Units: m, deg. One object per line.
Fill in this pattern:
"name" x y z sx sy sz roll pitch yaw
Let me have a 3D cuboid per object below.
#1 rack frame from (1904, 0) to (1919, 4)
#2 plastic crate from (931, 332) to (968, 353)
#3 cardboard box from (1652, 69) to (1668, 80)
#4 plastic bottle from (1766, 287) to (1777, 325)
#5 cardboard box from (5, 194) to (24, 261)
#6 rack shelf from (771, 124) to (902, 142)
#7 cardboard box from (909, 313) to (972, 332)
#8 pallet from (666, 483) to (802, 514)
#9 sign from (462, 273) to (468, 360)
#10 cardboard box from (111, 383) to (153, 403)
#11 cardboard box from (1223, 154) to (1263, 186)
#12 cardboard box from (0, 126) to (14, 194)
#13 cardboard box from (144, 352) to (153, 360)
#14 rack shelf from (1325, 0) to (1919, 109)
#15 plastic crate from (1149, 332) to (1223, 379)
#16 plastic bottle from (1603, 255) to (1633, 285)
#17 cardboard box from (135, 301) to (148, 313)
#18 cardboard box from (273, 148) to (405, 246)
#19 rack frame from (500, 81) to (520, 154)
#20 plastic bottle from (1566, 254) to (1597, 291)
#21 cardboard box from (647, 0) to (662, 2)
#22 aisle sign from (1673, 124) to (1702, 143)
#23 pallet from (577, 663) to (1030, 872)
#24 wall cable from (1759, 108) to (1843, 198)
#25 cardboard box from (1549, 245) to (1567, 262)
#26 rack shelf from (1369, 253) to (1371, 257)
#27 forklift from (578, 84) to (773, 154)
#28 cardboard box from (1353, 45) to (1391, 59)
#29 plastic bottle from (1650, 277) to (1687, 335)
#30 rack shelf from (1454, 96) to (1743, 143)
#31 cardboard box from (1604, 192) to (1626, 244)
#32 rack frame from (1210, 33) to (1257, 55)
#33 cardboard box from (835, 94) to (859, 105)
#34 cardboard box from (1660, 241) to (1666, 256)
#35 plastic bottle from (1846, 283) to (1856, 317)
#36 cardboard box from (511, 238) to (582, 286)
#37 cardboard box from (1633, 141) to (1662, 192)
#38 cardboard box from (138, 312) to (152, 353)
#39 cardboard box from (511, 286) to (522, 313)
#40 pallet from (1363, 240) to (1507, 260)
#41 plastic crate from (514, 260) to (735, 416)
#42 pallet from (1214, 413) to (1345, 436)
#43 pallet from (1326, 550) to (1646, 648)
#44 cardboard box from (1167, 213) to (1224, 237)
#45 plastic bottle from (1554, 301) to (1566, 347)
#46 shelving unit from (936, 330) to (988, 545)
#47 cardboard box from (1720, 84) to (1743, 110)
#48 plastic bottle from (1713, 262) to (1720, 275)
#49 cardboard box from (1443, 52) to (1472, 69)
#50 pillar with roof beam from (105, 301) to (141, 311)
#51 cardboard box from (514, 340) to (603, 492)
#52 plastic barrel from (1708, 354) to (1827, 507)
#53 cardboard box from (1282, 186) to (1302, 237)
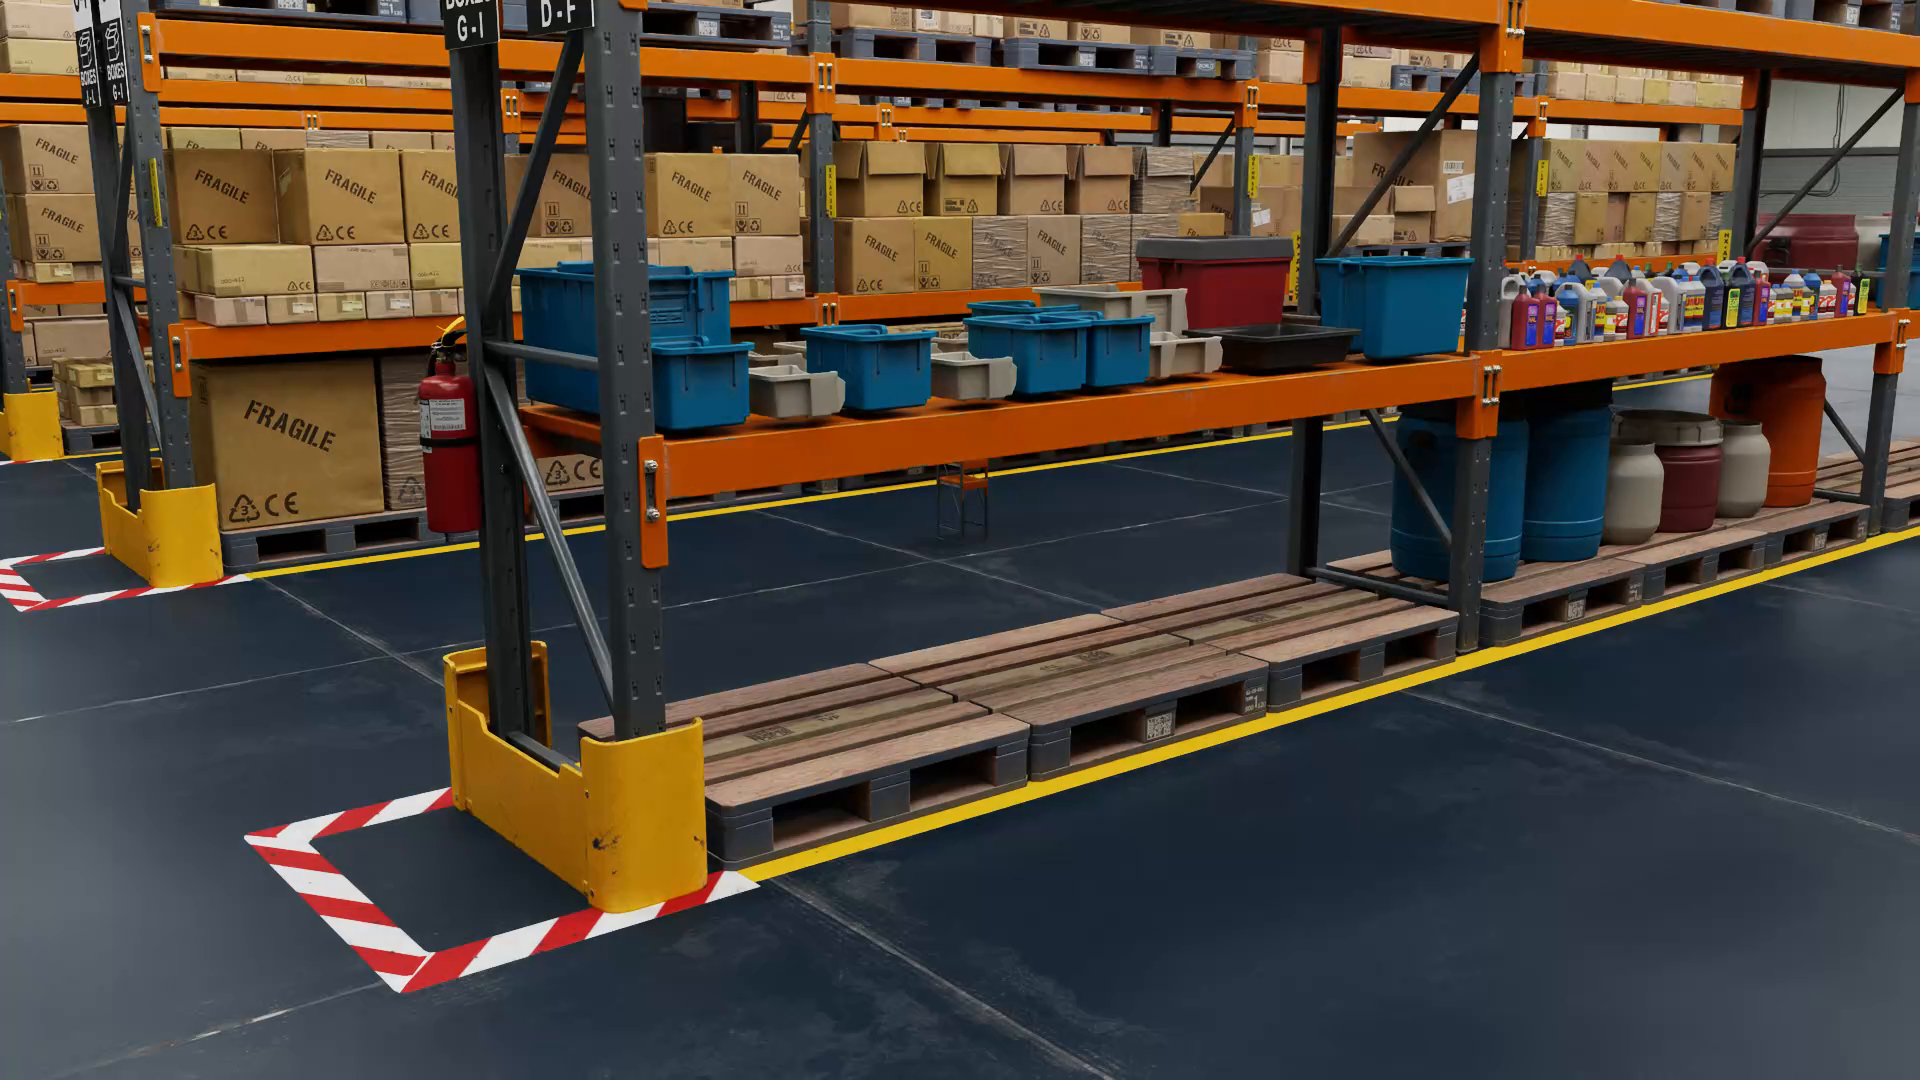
"rack frame" 5.045 -4.505 9.181 0.127 3.000 1.000 -9 15 -38
"plastic crate" -0.021 -0.685 6.123 0.250 0.136 0.298 -9 15 -38
"cardboard box" 6.913 -4.719 16.809 0.250 0.149 0.380 -10 16 -41
"plastic bottle" 4.182 -1.221 8.637 0.097 0.201 0.097 0 12 0
"cardboard box" -7.125 -2.448 12.979 0.500 0.500 0.500 -9 15 -37
"rack shelf" -2.678 -5.356 22.142 4.000 0.370 1.077 -9 15 -38
"cardboard box" 0.012 -1.223 12.273 0.875 0.875 1.225 -10 16 -40
"pallet" -1.815 -0.405 11.027 1.213 0.211 1.003 -9 15 -38
"sign" -1.558 -0.699 5.308 0.005 0.325 0.100 -9 15 -38
"cardboard box" -6.497 -1.163 13.019 0.250 0.149 0.380 -10 15 -38
"cardboard box" 3.229 -4.492 20.603 0.550 0.550 0.875 -9 15 -38
"cardboard box" -7.113 -2.937 12.873 0.500 0.500 0.500 -10 15 -39
"cardboard box" -6.705 -1.443 13.621 0.250 0.149 0.380 -10 15 -39
"rack shelf" 3.484 -2.426 8.345 4.000 0.370 1.077 -9 15 -38
"plastic crate" 0.750 -0.677 6.087 0.466 0.136 0.293 -9 15 -38
"plastic bottle" 3.495 -1.336 8.815 0.185 0.351 0.144 -9 15 -38
"cardboard box" -11.130 -3.110 22.514 0.500 0.311 0.500 -9 15 -36
"cardboard box" -3.362 -1.858 8.998 0.500 0.500 0.500 -10 16 -39
"rack frame" -4.192 -2.672 14.993 0.127 3.000 1.000 -9 15 -38
"plastic bottle" 3.295 -1.343 8.849 0.185 0.351 0.144 -9 15 -38
"cardboard box" -2.169 -3.445 9.917 0.500 0.500 0.700 -8 15 -35
"aisle sign" 8.059 -4.740 18.473 0.004 0.787 0.394 -9 15 -38
"pallet" -0.533 0.731 5.679 1.213 0.211 1.003 -9 15 -38
"wall cable" 24.349 -11.356 48.919 0.112 2.526 3.097 -9 15 -38
"cardboard box" 5.634 -2.780 16.102 0.250 0.149 0.380 -9 15 -38
"rack shelf" 3.617 -3.618 21.179 4.000 0.370 1.077 -9 15 -38
"forklift" -2.210 -2.368 13.723 1.130 2.935 3.031 10 16 40
"cardboard box" 3.265 -4.286 13.924 0.500 0.500 0.500 -10 16 -39
"plastic bottle" 3.425 -1.139 8.072 0.135 0.276 0.152 -9 15 -38
"rack shelf" 6.636 -4.268 17.017 4.000 0.370 1.077 -9 15 -38
"cardboard box" 6.204 -3.276 16.879 0.500 0.500 0.875 -9 15 -38
"rack frame" 1.951 -5.309 12.964 0.127 3.000 1.000 -9 15 -38
"cardboard box" -1.356 -4.592 16.572 0.500 0.500 0.500 -9 15 -38
"cardboard box" 7.139 -3.054 17.393 0.250 0.149 0.380 -9 15 -38
"plastic bottle" 4.894 -1.340 9.195 0.097 0.201 0.097 0 12 0
"cardboard box" -2.552 -1.628 9.720 0.500 0.250 0.500 -10 15 -39
"cardboard box" 6.748 -3.790 16.893 0.500 0.500 0.500 -9 15 -38
"cardboard box" -8.619 -2.234 18.085 0.875 0.438 0.875 -10 16 -39
"cardboard box" -2.612 -1.405 9.630 0.250 0.149 0.380 -10 16 -39
"pallet" 4.387 -2.724 15.695 1.213 0.211 1.003 -9 15 -38
"plastic crate" -1.057 -0.653 5.252 0.499 0.435 0.616 -9 15 -38
"pallet" 2.562 -1.111 14.353 1.213 0.211 1.003 -9 15 -38
"pallet" 2.550 0.219 8.089 1.213 0.211 1.003 -9 15 -38
"cardboard box" 1.721 -2.319 13.086 0.500 0.500 0.500 -9 15 -36
"plastic bottle" 2.657 -0.968 7.444 0.097 0.201 0.097 0 12 0
"shelving unit" 0.011 -0.589 9.513 0.189 1.200 0.258 -9 15 -38
"cardboard box" 7.980 -4.702 17.691 0.500 0.250 0.500 -9 15 -36
"plastic bottle" 4.398 -1.493 9.750 0.097 0.271 0.097 0 12 0
"cardboard box" 4.403 -4.362 15.039 0.258 0.266 0.396 -9 15 -36
"pillar with roof beam" -8.884 -6.559 18.853 0.400 9.000 9.100 -9 15 -38
"cardboard box" -2.440 -0.832 10.428 0.875 0.875 0.875 -9 15 -38
"plastic barrel" 4.674 -0.648 9.674 0.708 0.830 0.600 -9 15 -38
"cardboard box" 2.721 -2.793 14.311 0.500 0.500 0.700 -7 14 -29
